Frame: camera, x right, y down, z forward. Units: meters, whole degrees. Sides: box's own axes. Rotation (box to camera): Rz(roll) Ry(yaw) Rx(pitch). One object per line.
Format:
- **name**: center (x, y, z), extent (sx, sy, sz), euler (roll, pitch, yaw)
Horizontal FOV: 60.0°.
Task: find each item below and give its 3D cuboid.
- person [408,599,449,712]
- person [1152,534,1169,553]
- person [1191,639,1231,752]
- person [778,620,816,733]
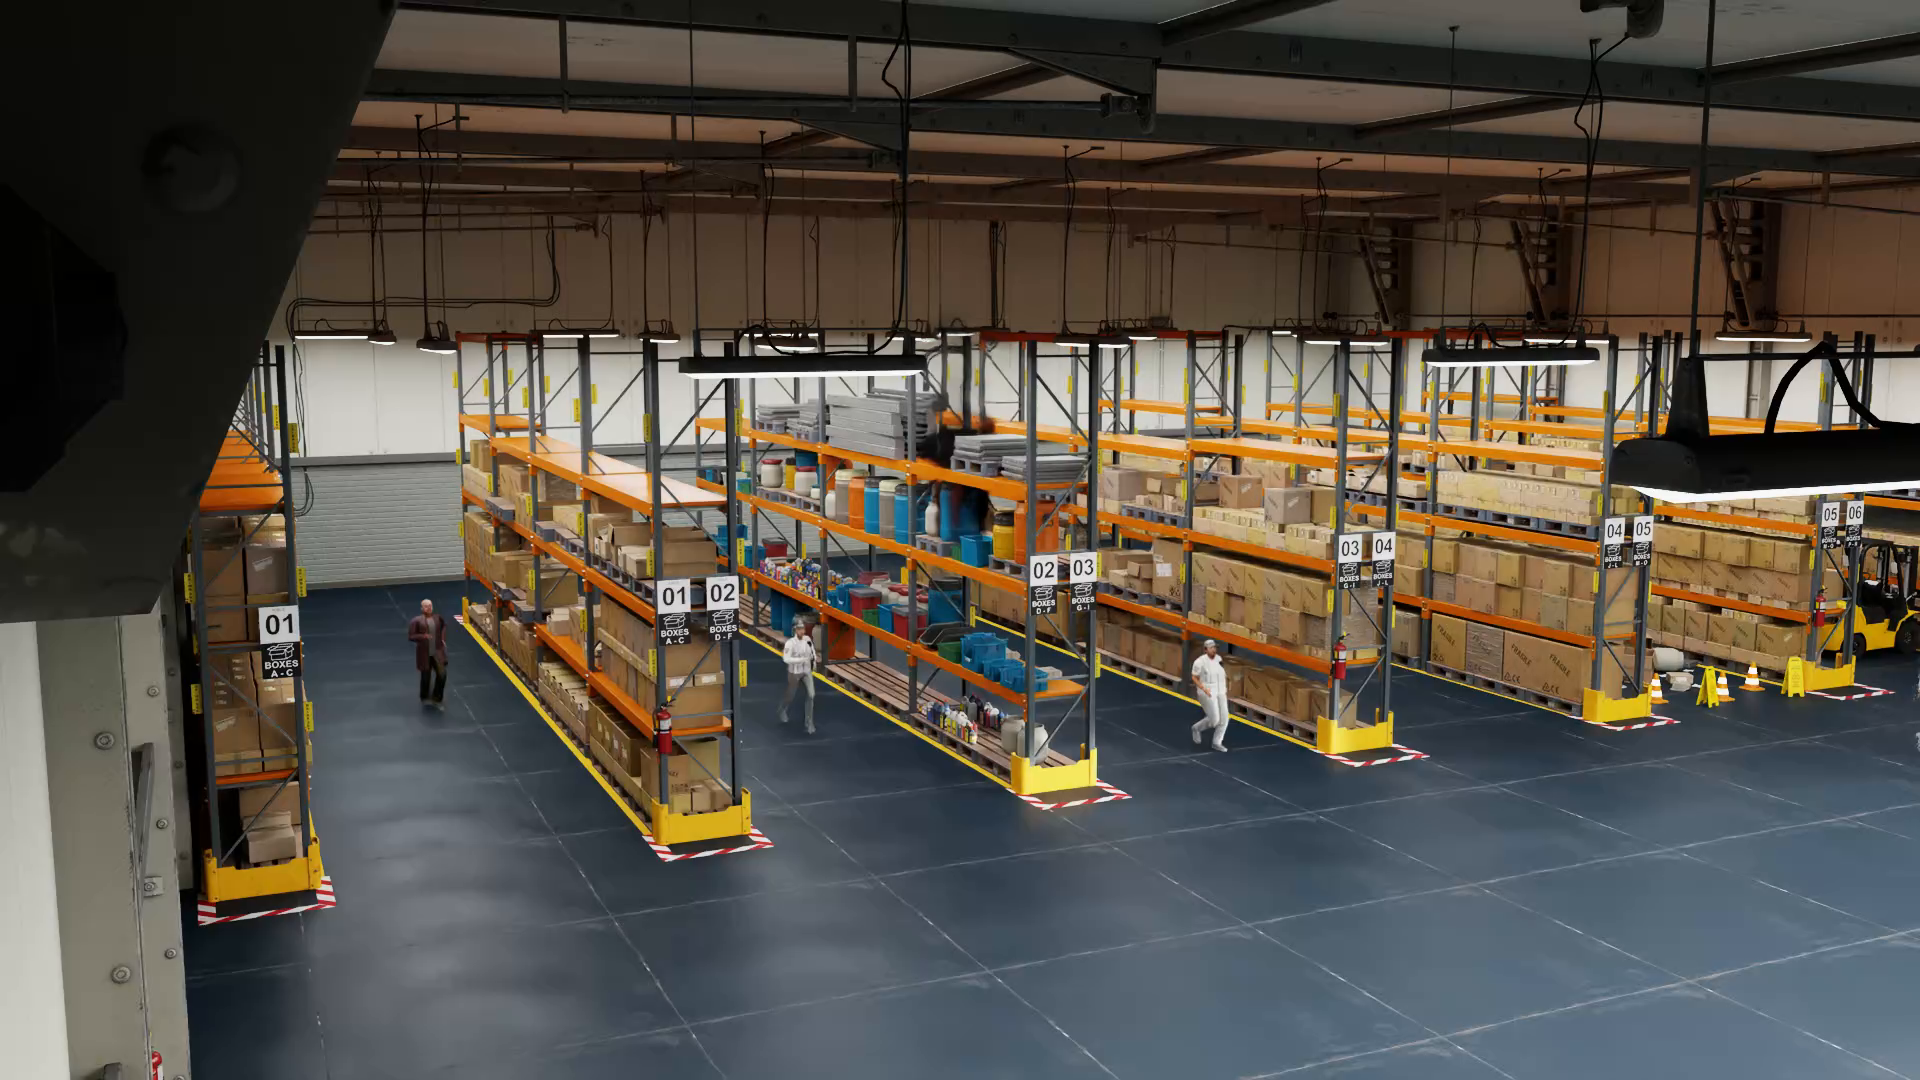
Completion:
- **person**: center (-8.512, 1.860, 26.730), extent (0.685, 1.826, 0.776), euler (-5, 9, -33)
- **person**: center (4.344, 0.683, 35.372), extent (0.664, 1.852, 0.762), euler (-3, 8, -23)
- **person**: center (3.743, 2.265, 24.363), extent (0.603, 1.609, 0.590), euler (-4, 9, -27)
- **person**: center (-2.478, 2.059, 25.571), extent (0.621, 1.746, 0.880), euler (-4, 9, -29)
